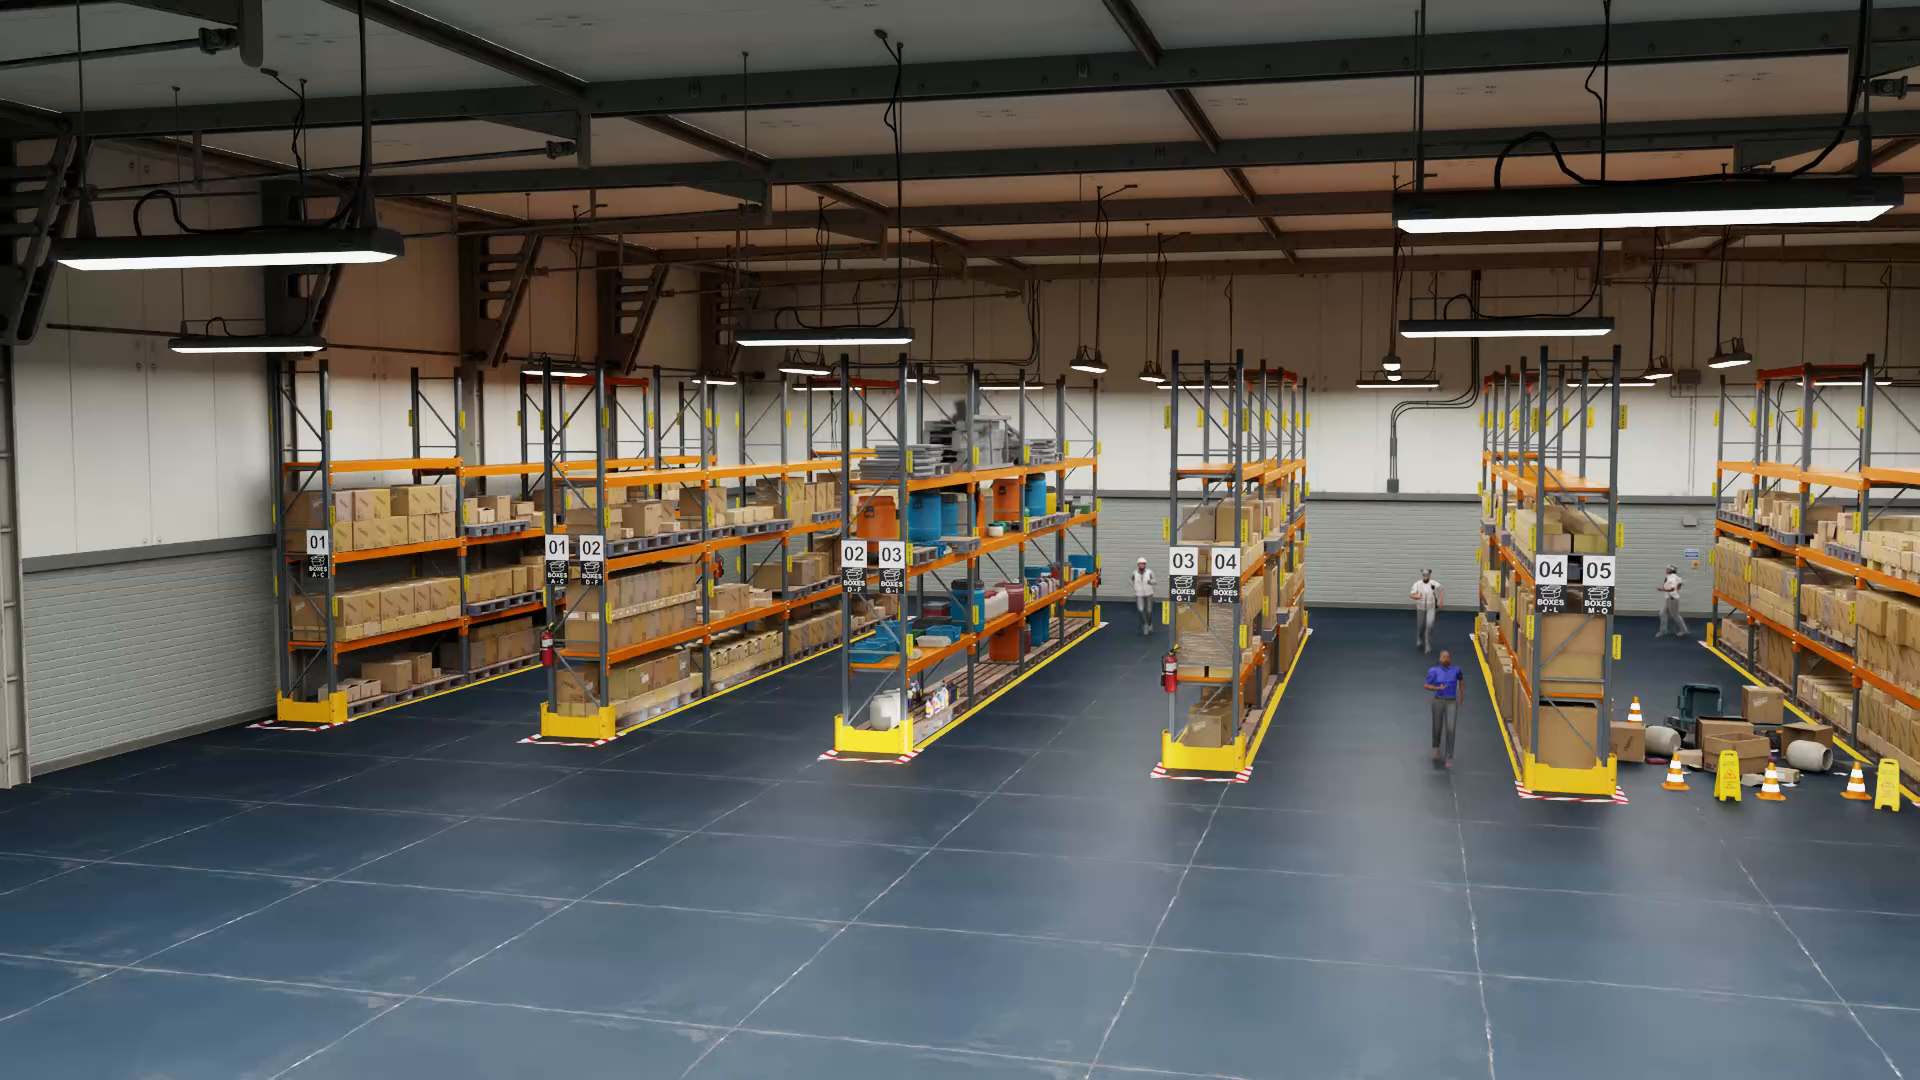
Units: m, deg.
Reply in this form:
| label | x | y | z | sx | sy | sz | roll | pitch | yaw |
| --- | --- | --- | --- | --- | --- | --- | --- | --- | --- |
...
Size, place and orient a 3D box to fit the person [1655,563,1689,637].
| label | x | y | z | sx | sy | sz | roll | pitch | yaw |
| --- | --- | --- | --- | --- | --- | --- | --- | --- | --- |
| person | 16.402 | 1.403 | 38.281 | 0.700 | 1.749 | 0.564 | 1 | 4 | 17 |

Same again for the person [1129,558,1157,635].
| label | x | y | z | sx | sy | sz | roll | pitch | yaw |
| --- | --- | --- | --- | --- | --- | --- | --- | --- | --- |
| person | 4.303 | 1.327 | 39.061 | 0.657 | 1.833 | 0.747 | 0 | 4 | 3 |

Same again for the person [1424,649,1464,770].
| label | x | y | z | sx | sy | sz | roll | pitch | yaw |
| --- | --- | --- | --- | --- | --- | --- | --- | --- | --- |
| person | 7.032 | 2.420 | 24.176 | 0.595 | 1.685 | 0.870 | 1 | 4 | 10 |

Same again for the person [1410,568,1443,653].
| label | x | y | z | sx | sy | sz | roll | pitch | yaw |
| --- | --- | --- | --- | --- | --- | --- | --- | --- | --- |
| person | 10.174 | 1.511 | 36.270 | 0.673 | 1.827 | 0.954 | 1 | 4 | 19 |
